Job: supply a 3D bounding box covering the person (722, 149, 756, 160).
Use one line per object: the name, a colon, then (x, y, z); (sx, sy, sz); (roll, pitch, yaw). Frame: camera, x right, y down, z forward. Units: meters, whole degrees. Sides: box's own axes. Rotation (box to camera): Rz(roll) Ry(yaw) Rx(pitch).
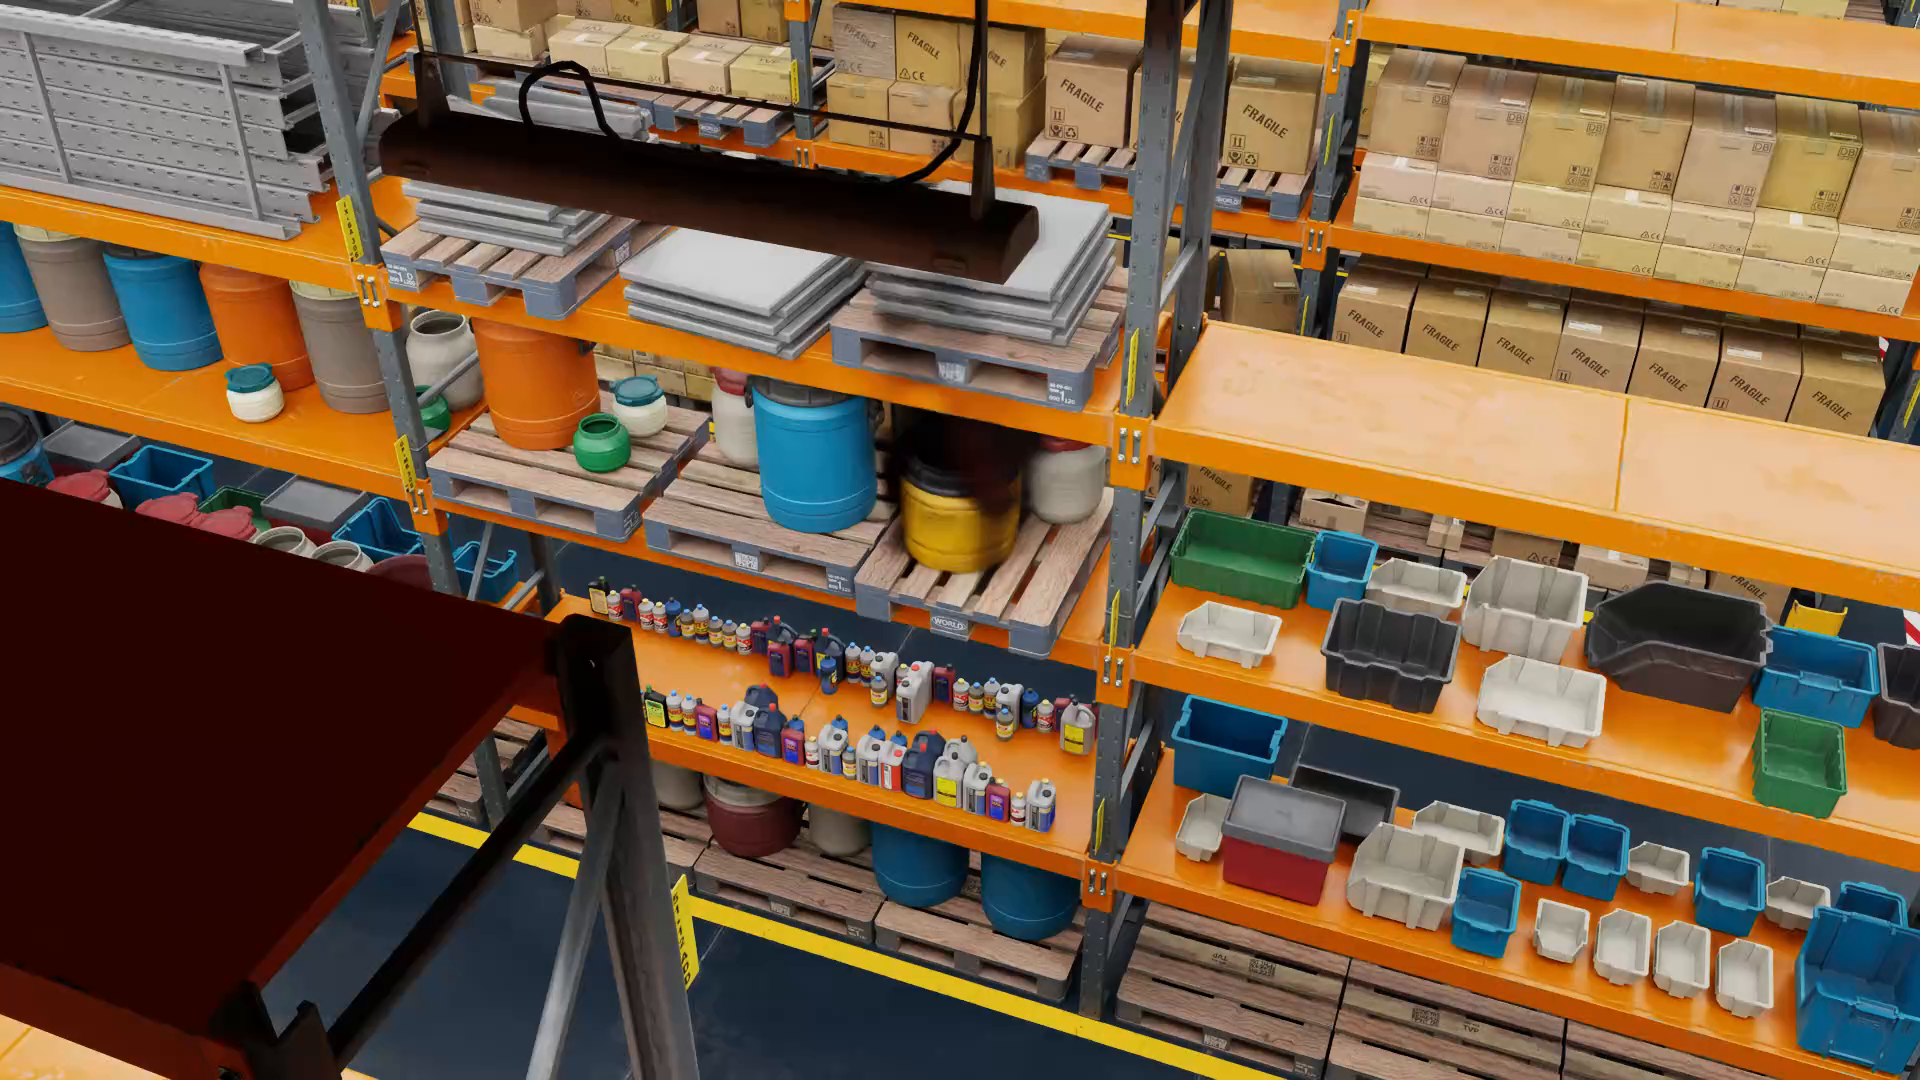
person: (-2.199, -3.281, 16.363); (0.965, 1.763, 0.677); (11, 38, 14)
